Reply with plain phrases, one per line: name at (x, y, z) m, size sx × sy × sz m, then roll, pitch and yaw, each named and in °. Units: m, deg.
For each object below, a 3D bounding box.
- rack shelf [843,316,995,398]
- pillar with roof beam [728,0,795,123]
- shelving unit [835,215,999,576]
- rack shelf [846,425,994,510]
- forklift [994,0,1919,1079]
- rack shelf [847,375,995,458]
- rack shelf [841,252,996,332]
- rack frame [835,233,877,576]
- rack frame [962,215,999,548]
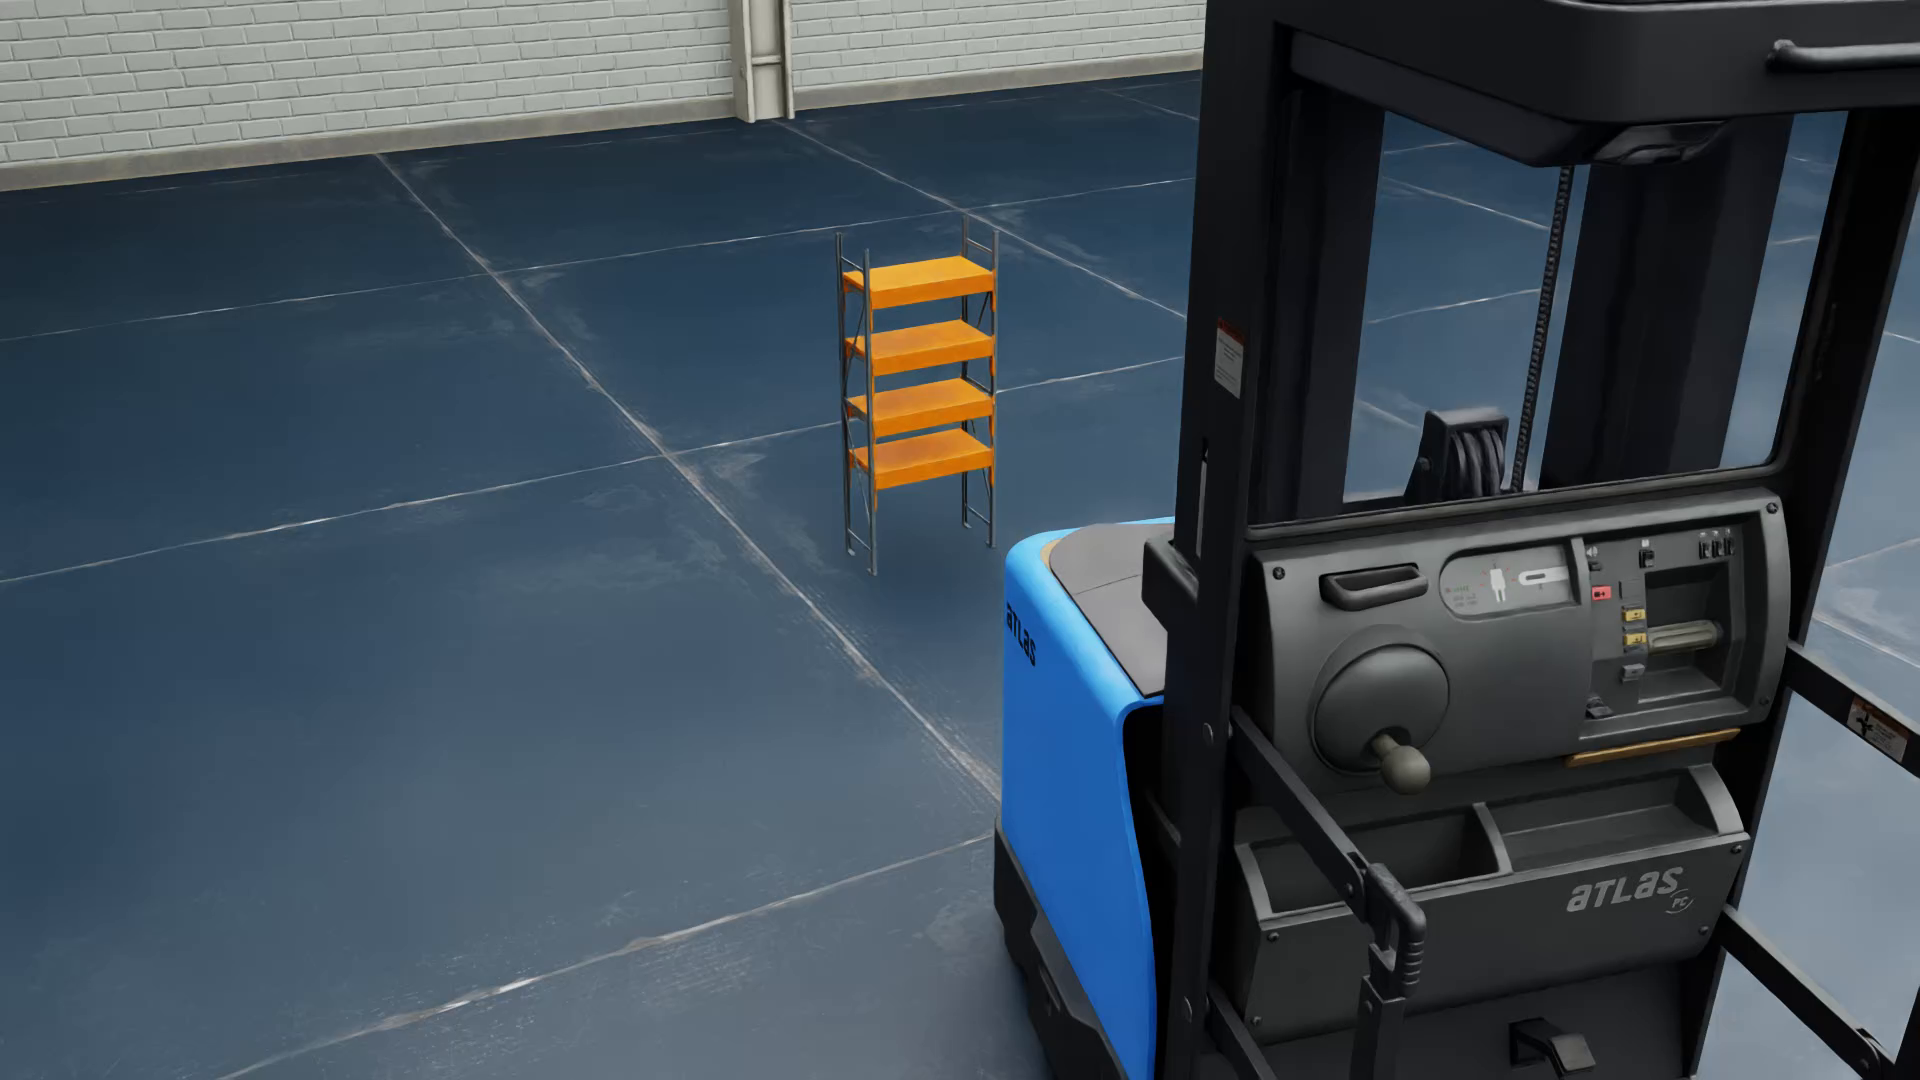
rack shelf at (-0.146, -0.648, 5.852) m, size 0.480 × 0.148 × 0.258 m, roll -13°, pitch 29°, yaw -25°
pillar with roof beam at (0.464, -5.793, 7.919) m, size 0.400 × 9.000 × 9.100 m, roll -13°, pitch 29°, yaw -25°
shelving unit at (-0.146, -0.507, 5.920) m, size 0.503 × 1.200 × 0.258 m, roll -13°, pitch 29°, yaw -25°
rack shelf at (-0.146, -0.268, 6.035) m, size 0.480 × 0.148 × 0.258 m, roll -13°, pitch 29°, yaw -25°
forklift at (0.972, 0.193, 2.462) m, size 1.130 × 2.935 × 3.031 m, roll -7°, pitch 26°, yaw -14°
rack shelf at (-0.146, -0.447, 5.949) m, size 0.480 × 0.148 × 0.258 m, roll -13°, pitch 29°, yaw -25°
rack shelf at (-0.146, -0.861, 5.750) m, size 0.480 × 0.148 × 0.258 m, roll -13°, pitch 29°, yaw -25°
rack frame at (-0.361, -0.457, 5.817) m, size 0.015 × 1.200 × 0.240 m, roll -13°, pitch 29°, yaw -25°
rack frame at (0.069, -0.557, 6.024) m, size 0.015 × 1.200 × 0.240 m, roll -13°, pitch 29°, yaw -25°
